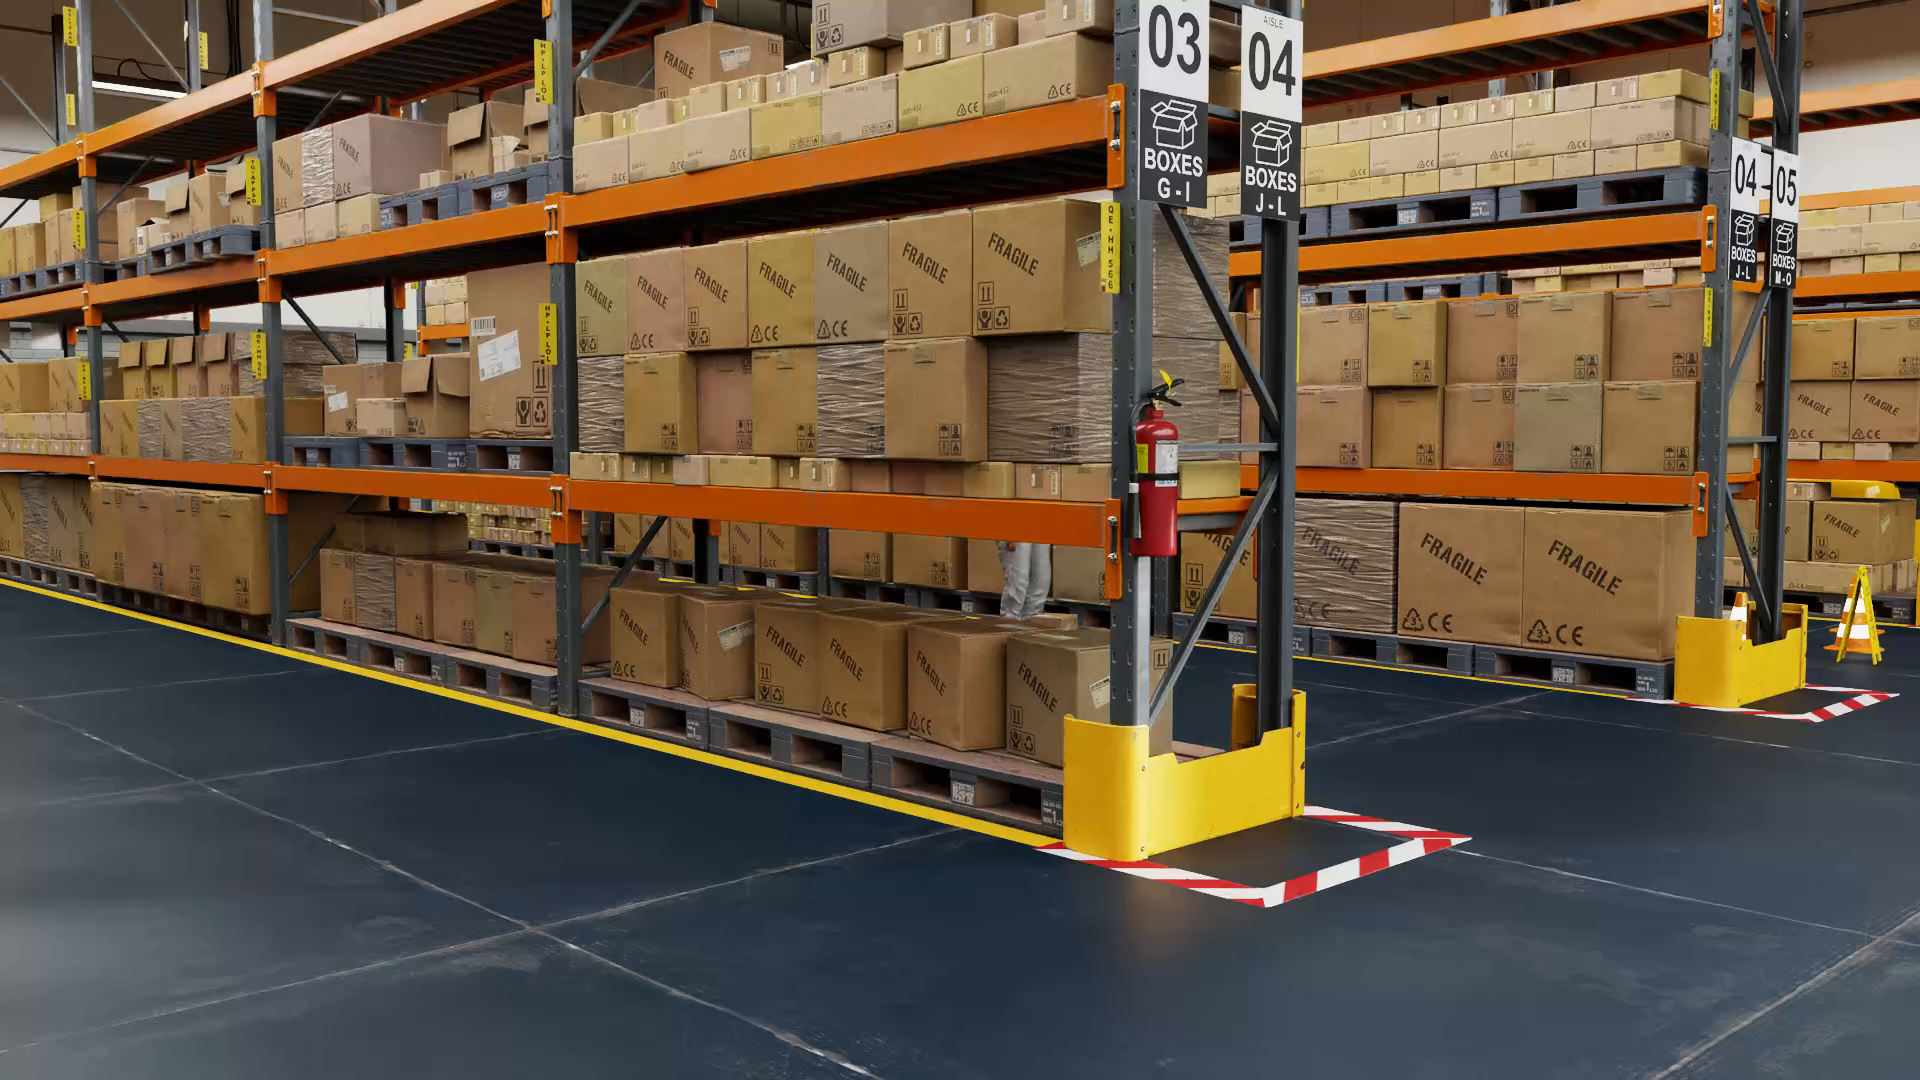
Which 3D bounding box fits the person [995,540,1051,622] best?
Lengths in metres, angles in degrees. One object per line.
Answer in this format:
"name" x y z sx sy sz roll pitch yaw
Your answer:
"person" 0.473 -0.057 11.809 0.468 1.665 0.539 3 5 35
